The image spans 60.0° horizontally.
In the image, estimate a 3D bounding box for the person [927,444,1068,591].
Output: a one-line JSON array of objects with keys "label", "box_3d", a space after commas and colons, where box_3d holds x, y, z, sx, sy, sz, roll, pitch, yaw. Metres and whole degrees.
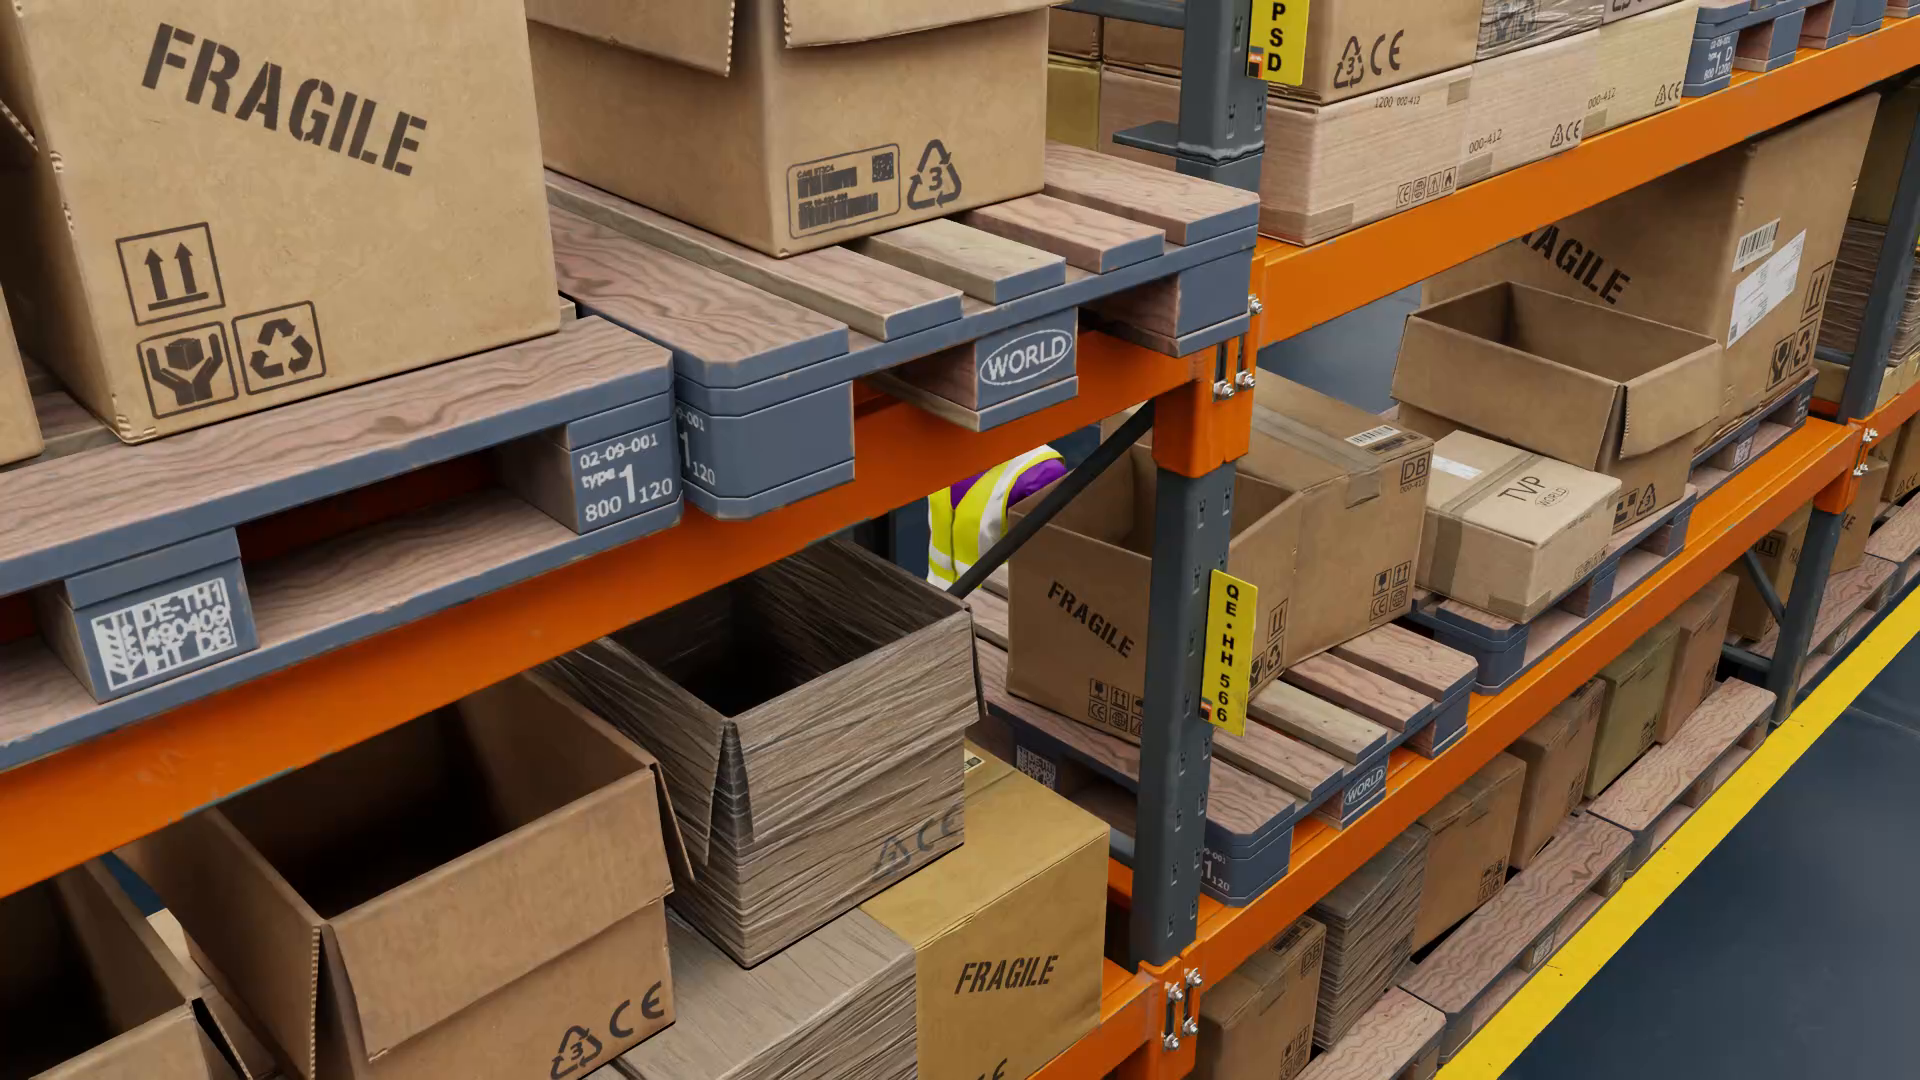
[{"label": "person", "box_3d": [0.097, 0.198, 5.722, 0.565, 1.767, 0.361, 24, 36, 38]}]
